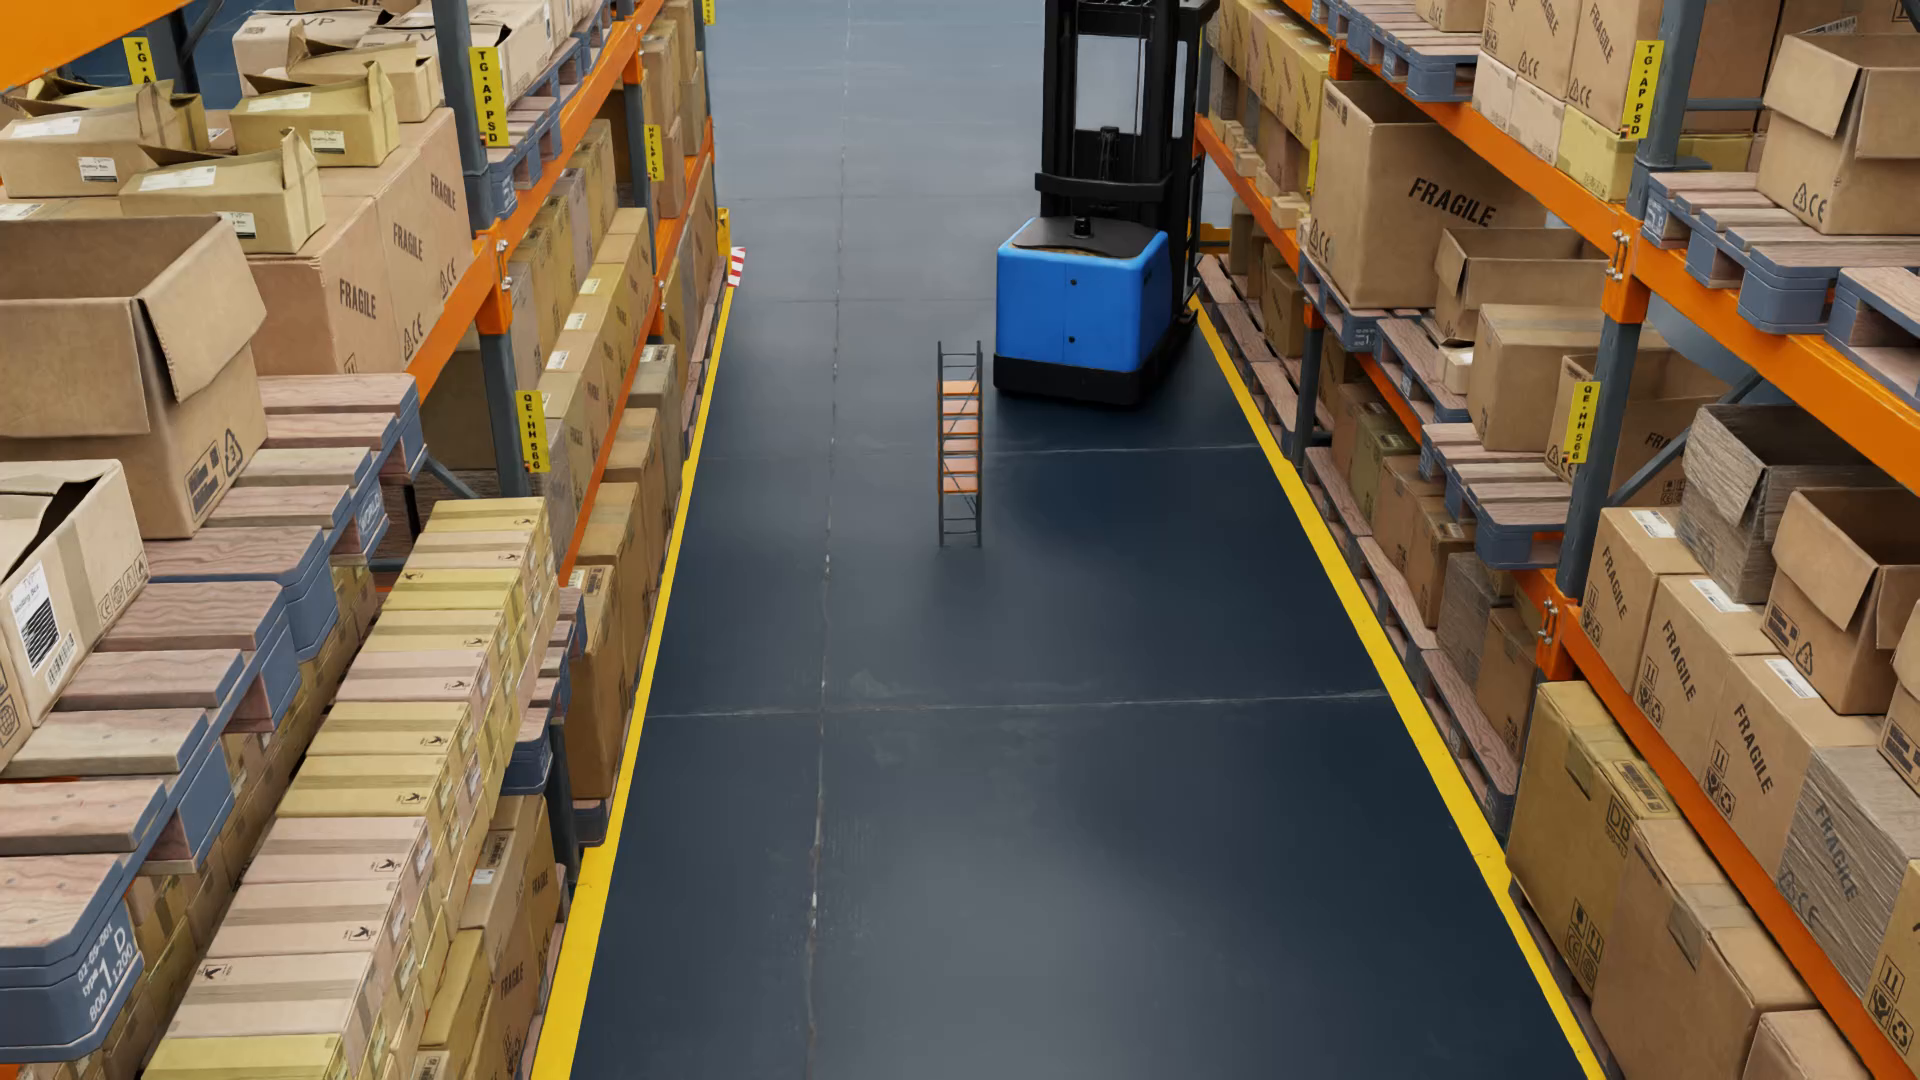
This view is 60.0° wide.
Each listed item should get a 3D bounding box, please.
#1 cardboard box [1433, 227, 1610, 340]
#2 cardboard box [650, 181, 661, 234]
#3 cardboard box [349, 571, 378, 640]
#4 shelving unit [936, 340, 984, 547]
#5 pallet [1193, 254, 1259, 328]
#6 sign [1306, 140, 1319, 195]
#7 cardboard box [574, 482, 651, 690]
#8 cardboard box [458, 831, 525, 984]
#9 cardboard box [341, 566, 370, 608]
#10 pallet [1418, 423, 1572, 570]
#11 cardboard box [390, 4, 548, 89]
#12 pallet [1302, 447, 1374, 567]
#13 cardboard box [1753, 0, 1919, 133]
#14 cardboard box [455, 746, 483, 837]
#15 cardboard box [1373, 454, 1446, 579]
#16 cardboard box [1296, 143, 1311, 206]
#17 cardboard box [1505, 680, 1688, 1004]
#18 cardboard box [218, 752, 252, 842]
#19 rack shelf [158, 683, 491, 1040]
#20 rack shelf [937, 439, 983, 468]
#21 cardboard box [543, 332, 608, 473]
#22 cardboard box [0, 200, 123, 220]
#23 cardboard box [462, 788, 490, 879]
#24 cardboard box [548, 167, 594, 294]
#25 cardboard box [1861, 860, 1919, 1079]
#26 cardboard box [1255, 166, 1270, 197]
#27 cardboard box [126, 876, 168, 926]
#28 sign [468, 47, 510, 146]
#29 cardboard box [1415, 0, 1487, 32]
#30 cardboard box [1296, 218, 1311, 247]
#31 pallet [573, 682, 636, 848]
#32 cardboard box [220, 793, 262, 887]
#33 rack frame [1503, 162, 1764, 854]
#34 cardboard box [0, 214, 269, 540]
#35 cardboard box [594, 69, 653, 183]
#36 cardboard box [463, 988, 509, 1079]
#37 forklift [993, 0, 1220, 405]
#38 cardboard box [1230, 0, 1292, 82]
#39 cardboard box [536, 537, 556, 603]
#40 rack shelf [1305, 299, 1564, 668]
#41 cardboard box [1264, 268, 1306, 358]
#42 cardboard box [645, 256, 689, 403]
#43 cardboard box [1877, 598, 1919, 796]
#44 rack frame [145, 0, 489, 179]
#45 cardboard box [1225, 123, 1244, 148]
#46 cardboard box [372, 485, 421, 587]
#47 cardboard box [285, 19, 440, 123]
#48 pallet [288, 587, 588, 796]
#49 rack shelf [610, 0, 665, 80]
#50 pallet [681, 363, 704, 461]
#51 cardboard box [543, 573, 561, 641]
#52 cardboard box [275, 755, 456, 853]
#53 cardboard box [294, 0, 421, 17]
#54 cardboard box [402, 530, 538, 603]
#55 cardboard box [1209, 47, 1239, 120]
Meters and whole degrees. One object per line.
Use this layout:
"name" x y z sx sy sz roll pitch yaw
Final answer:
"cardboard box" 2.823 -1.254 8.346 0.797 0.503 0.637 1 28 3
"cardboard box" -2.401 -2.238 10.635 0.875 0.550 0.550 -1 28 -3
"cardboard box" -2.288 0.236 5.871 0.380 0.149 0.250 -2 28 -3
"shelving unit" -0.001 -0.539 9.485 0.258 1.200 0.189 -1 28 -3
"pallet" 2.442 -2.021 13.396 1.003 0.211 1.213 -1 28 -3
"sign" 2.099 -2.188 9.765 0.100 0.325 0.005 -1 28 -3
"cardboard box" -2.101 0.224 8.056 1.050 0.750 0.750 -1 28 -2
"cardboard box" -1.775 1.232 5.583 0.500 0.250 0.500 -1 28 -2
"cardboard box" -2.285 0.121 5.771 0.380 0.149 0.250 0 28 0
"pallet" 2.705 -0.215 7.126 1.213 0.211 1.003 -1 28 -3
"cardboard box" -1.954 -1.965 6.631 0.500 0.250 0.500 -1 28 -1
"pallet" 2.682 -0.225 9.953 1.003 0.211 1.213 -1 28 -3
"cardboard box" 3.081 -1.793 6.051 0.500 0.500 0.500 -1 28 -2
"cardboard box" -1.560 0.706 4.649 0.380 0.149 0.250 -1 28 -1
"cardboard box" 2.686 -0.144 9.010 0.700 0.500 0.500 -4 28 -7
"cardboard box" 2.687 -2.438 10.751 0.875 0.500 0.500 -1 28 -3
"cardboard box" 2.864 1.102 6.238 1.225 0.875 0.875 -3 28 -5
"cardboard box" -2.216 0.716 4.630 0.380 0.149 0.250 -2 28 -3
"rack shelf" -2.005 1.342 4.711 1.077 0.370 4.000 -1 28 -3
"rack shelf" -0.001 -0.499 9.506 0.258 0.103 0.180 -1 28 -3
"cardboard box" -1.919 -0.626 7.599 0.500 0.500 0.500 -1 28 -3
"cardboard box" -2.281 -0.543 4.196 0.500 0.500 0.500 -1 28 -3
"cardboard box" -1.563 0.834 4.725 0.380 0.149 0.250 -1 28 -1
"cardboard box" -2.232 -1.535 8.261 0.700 0.500 0.500 -1 28 -2
"cardboard box" 2.707 1.150 4.193 0.500 0.500 0.500 -2 28 -3
"cardboard box" 2.272 -2.495 11.561 0.380 0.149 0.250 -1 28 -3
"cardboard box" -2.184 0.826 4.098 0.380 0.149 0.250 -3 28 -5
"sign" -1.568 -1.472 5.526 0.100 0.325 0.005 -1 28 -3
"cardboard box" 2.616 -2.728 7.928 0.797 0.503 0.637 0 28 -1
"cardboard box" 2.332 -1.917 10.454 0.380 0.149 0.250 -1 28 -3
"pallet" -2.076 0.970 7.662 1.003 0.211 1.213 -1 28 -3
"cardboard box" -2.217 0.849 4.697 0.380 0.149 0.250 -1 28 -2
"rack frame" 2.849 0.026 6.456 1.000 3.000 0.127 -1 28 -3
"cardboard box" -1.850 -0.332 3.333 0.797 0.503 0.637 -2 28 -3
"cardboard box" -2.303 -2.464 9.901 0.875 0.550 0.550 -1 28 -3
"cardboard box" -1.747 1.803 5.298 0.500 0.500 0.500 -3 28 -5
"forklift" 1.202 -2.884 12.110 1.130 2.935 3.031 9 29 17
"cardboard box" 2.234 -3.565 11.831 0.500 0.500 0.500 -1 28 -3
"cardboard box" -1.629 0.110 5.791 0.380 0.149 0.250 -1 28 -2
"rack shelf" 2.744 -0.578 8.393 1.077 0.370 4.000 -1 28 -3
"cardboard box" 2.511 -1.633 11.887 0.500 0.500 0.500 -4 28 -7
"cardboard box" -2.281 -1.284 10.812 0.875 0.875 0.875 -1 28 -2
"cardboard box" 2.944 0.486 4.382 0.797 0.503 0.637 -1 28 -1
"rack frame" -2.110 -2.560 4.928 1.000 3.000 0.127 -1 28 -3
"cardboard box" 2.234 -3.073 12.669 0.380 0.149 0.250 -1 28 -3
"cardboard box" -2.401 -0.146 6.679 0.500 0.500 0.500 -1 28 -3
"cardboard box" -1.829 -1.434 5.075 0.396 0.266 0.258 -1 28 -3
"pallet" -1.966 0.511 5.734 1.213 0.211 1.003 -1 28 -3
"rack shelf" -2.423 -3.682 11.101 1.077 0.370 4.000 -1 28 -3
"pallet" -2.280 -0.864 11.179 1.003 0.211 1.213 -1 28 -3
"cardboard box" -1.625 0.241 5.861 0.380 0.149 0.250 -1 28 -2
"cardboard box" -1.548 0.694 4.351 0.380 0.149 0.250 -1 28 -1
"cardboard box" -2.480 -2.301 7.005 0.500 0.500 0.500 -1 28 -3
"cardboard box" -1.615 0.092 5.504 0.380 0.149 0.250 -2 28 -3
"cardboard box" 2.432 -3.590 12.959 0.875 0.500 0.500 -1 28 -3
